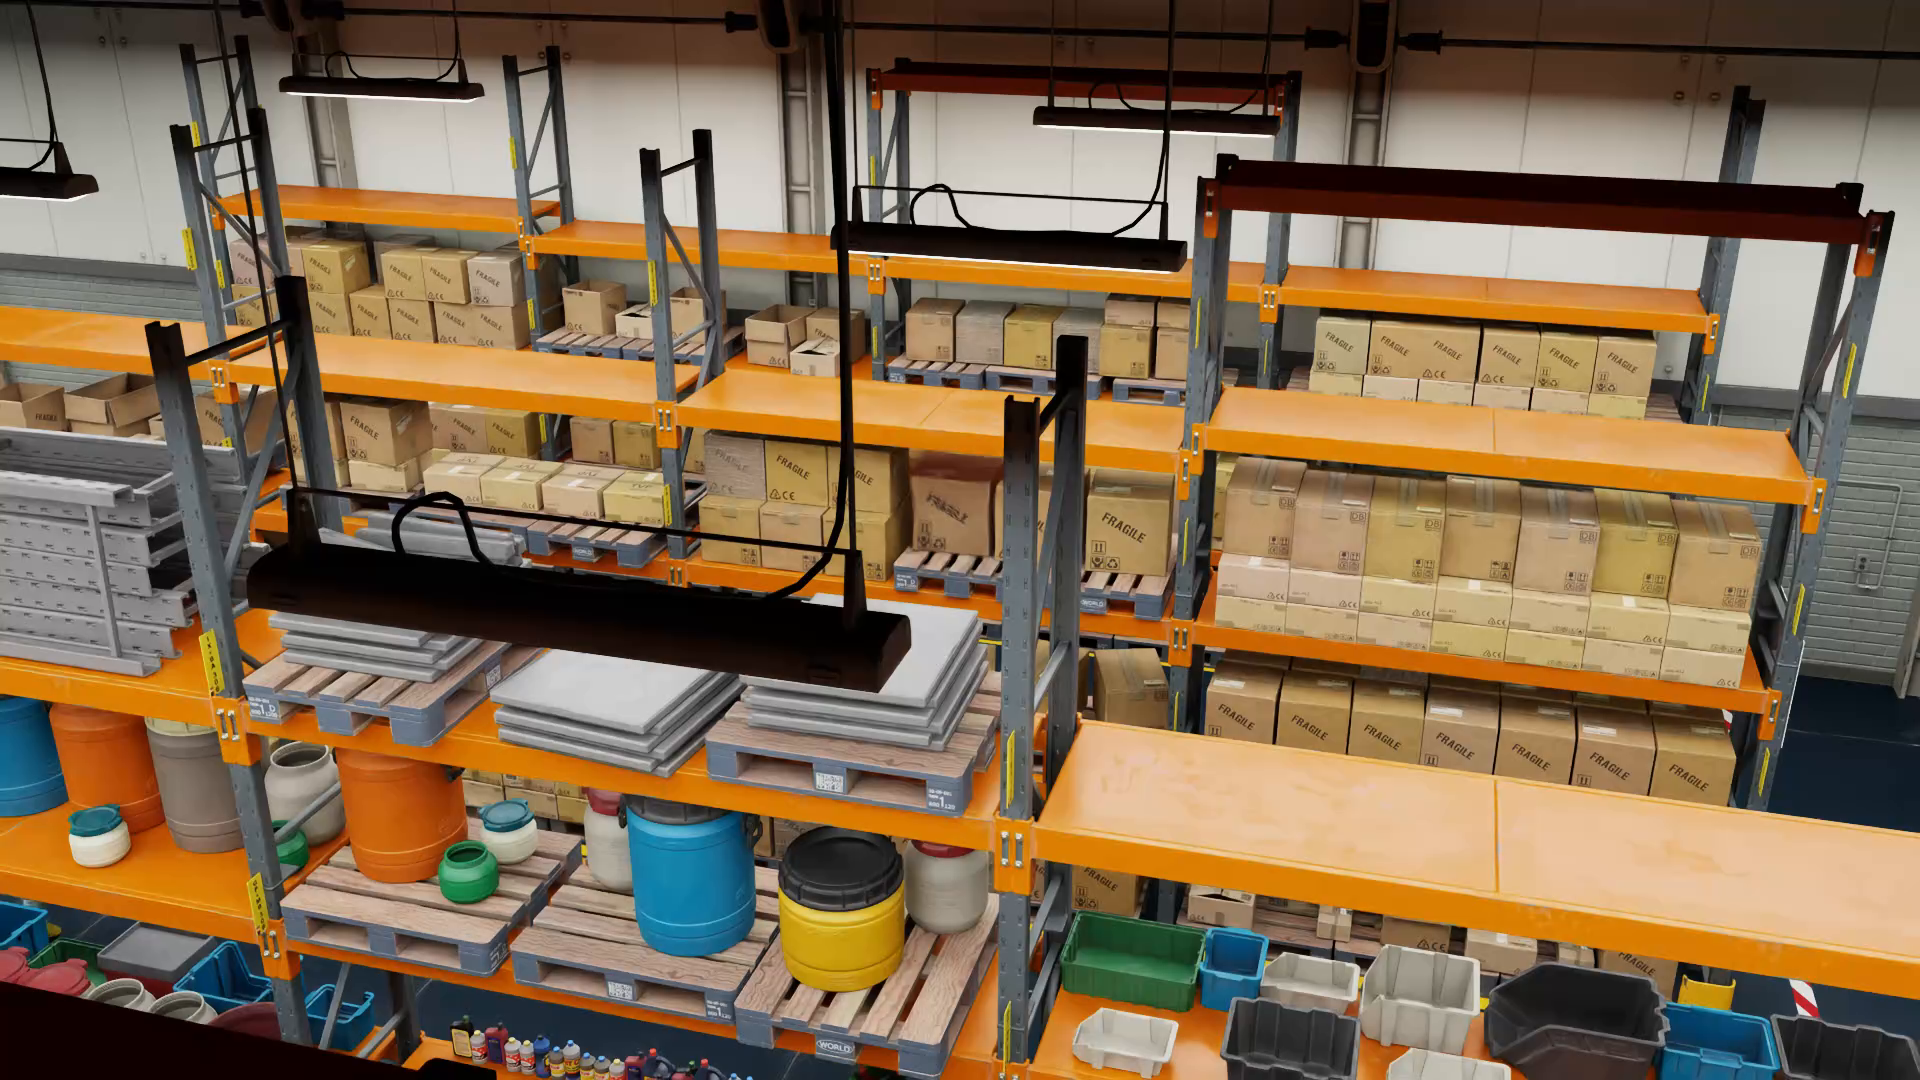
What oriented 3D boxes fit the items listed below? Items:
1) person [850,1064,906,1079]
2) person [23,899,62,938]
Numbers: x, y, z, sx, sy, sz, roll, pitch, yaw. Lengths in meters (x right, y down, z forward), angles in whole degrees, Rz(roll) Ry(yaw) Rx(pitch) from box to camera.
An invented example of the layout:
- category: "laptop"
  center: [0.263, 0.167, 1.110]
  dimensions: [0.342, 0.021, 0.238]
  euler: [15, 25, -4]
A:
- category: "person"
  center: [-0.490, 3.055, 11.112]
  dimensions: [0.551, 1.788, 0.574]
  euler: [8, 24, 18]
- category: "person"
  center: [-7.187, 2.329, 12.842]
  dimensions: [0.527, 1.745, 0.612]
  euler: [10, 25, 23]
